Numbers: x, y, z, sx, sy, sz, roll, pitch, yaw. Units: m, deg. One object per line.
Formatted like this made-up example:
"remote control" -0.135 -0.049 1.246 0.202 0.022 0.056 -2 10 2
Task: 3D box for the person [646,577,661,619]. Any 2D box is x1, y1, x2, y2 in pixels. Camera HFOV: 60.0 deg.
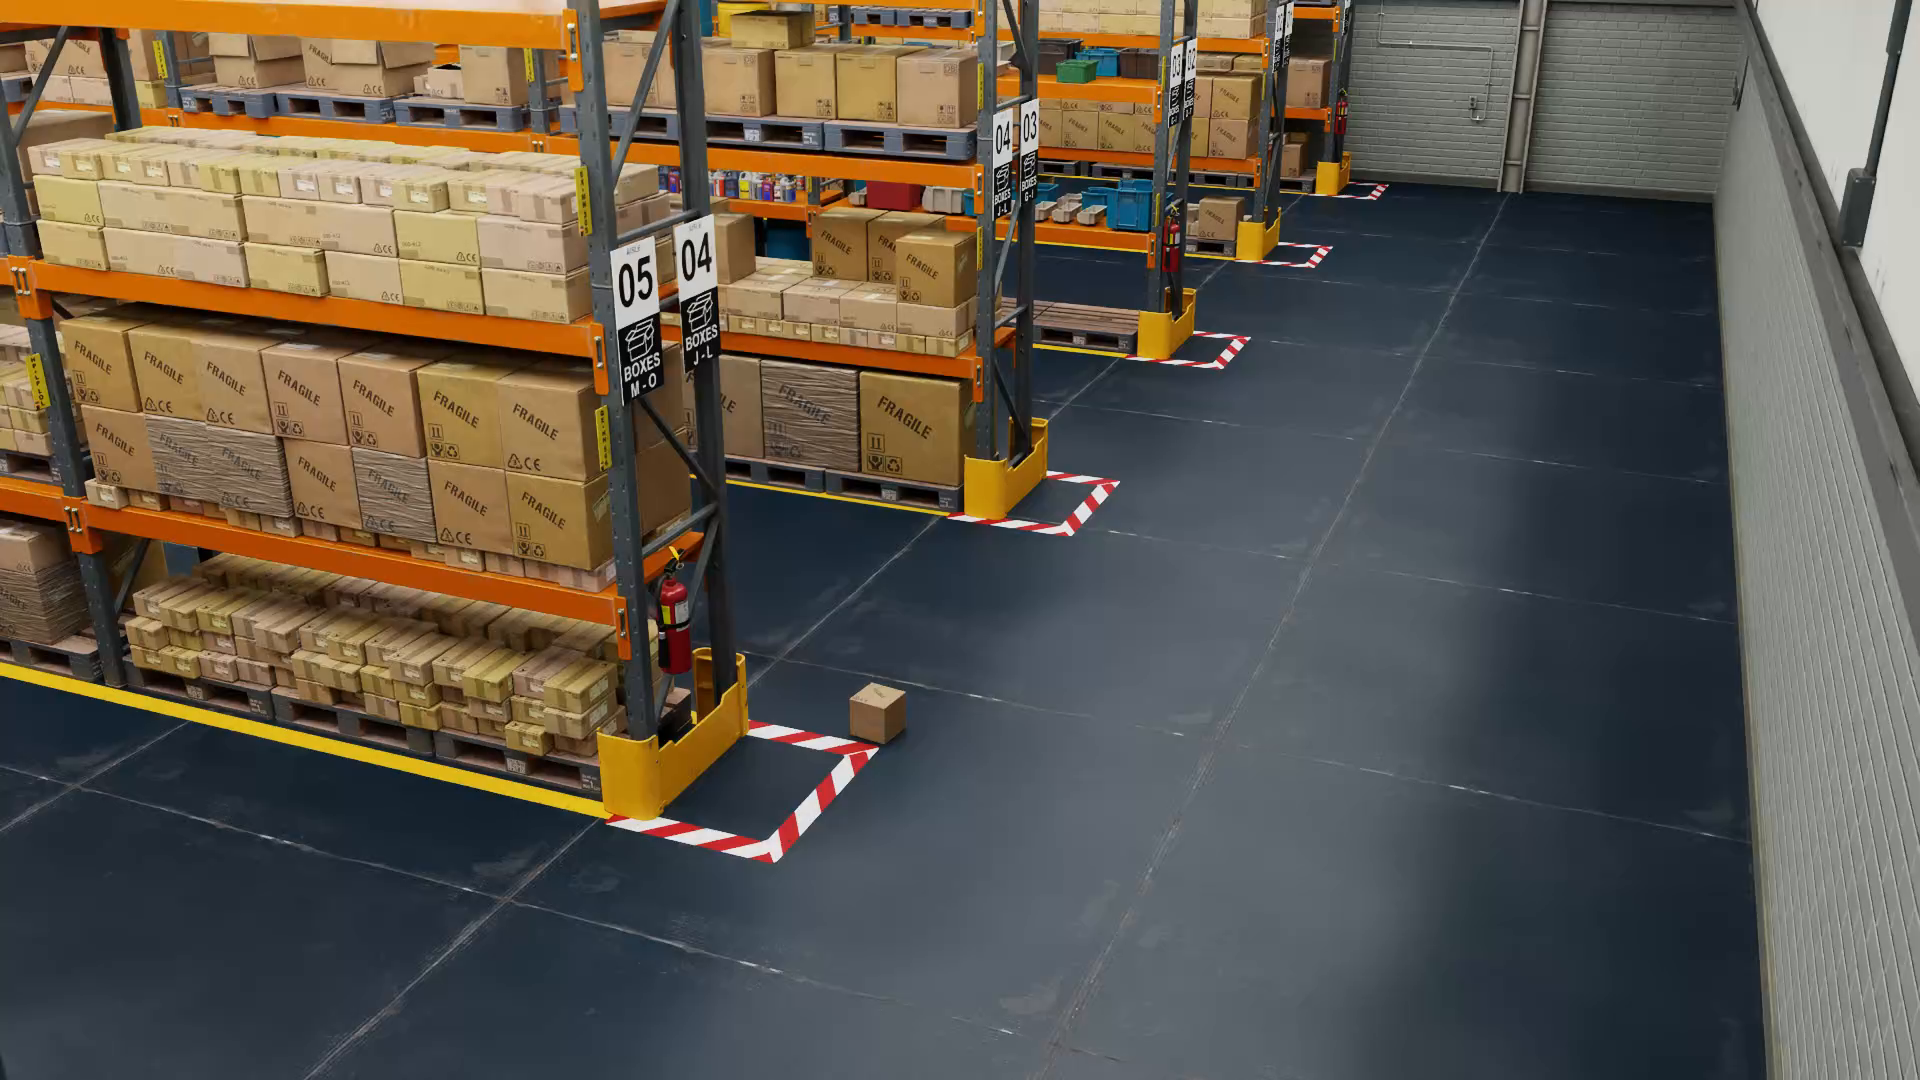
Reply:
"person" -2.417 -0.209 11.413 0.979 1.601 0.443 11 25 25
